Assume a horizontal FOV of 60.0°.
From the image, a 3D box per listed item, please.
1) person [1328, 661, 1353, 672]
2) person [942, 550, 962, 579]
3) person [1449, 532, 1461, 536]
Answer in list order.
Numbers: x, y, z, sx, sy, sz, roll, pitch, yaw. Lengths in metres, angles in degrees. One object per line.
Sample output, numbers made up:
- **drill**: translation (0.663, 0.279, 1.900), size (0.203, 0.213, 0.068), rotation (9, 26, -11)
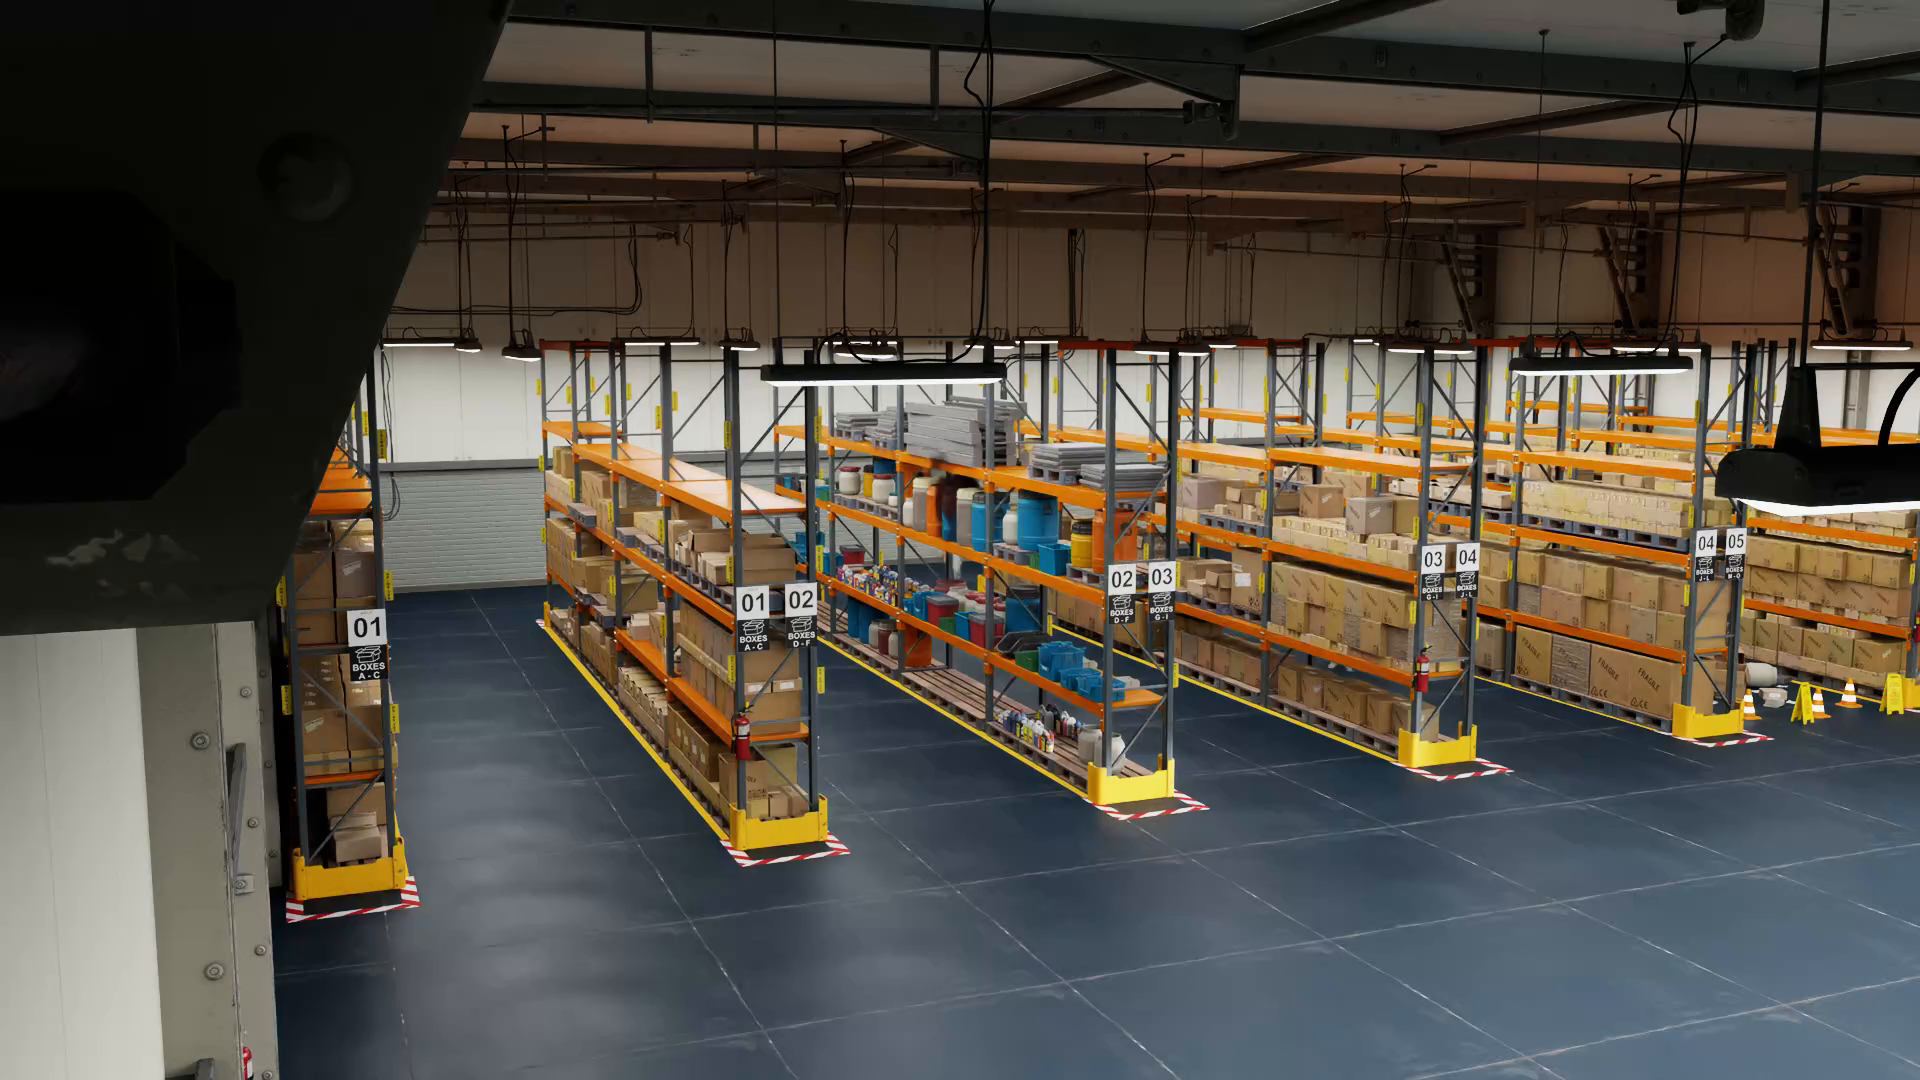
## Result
- **person**: translation (6.997, 1.548, 30.502), size (0.504, 1.726, 0.377), rotation (4, 9, 30)
- **person**: translation (-0.182, 0.434, 39.289), size (0.477, 1.745, 0.503), rotation (1, 8, 9)
- **person**: translation (10.800, 0.724, 36.609), size (0.496, 1.814, 0.600), rotation (0, 7, -1)
